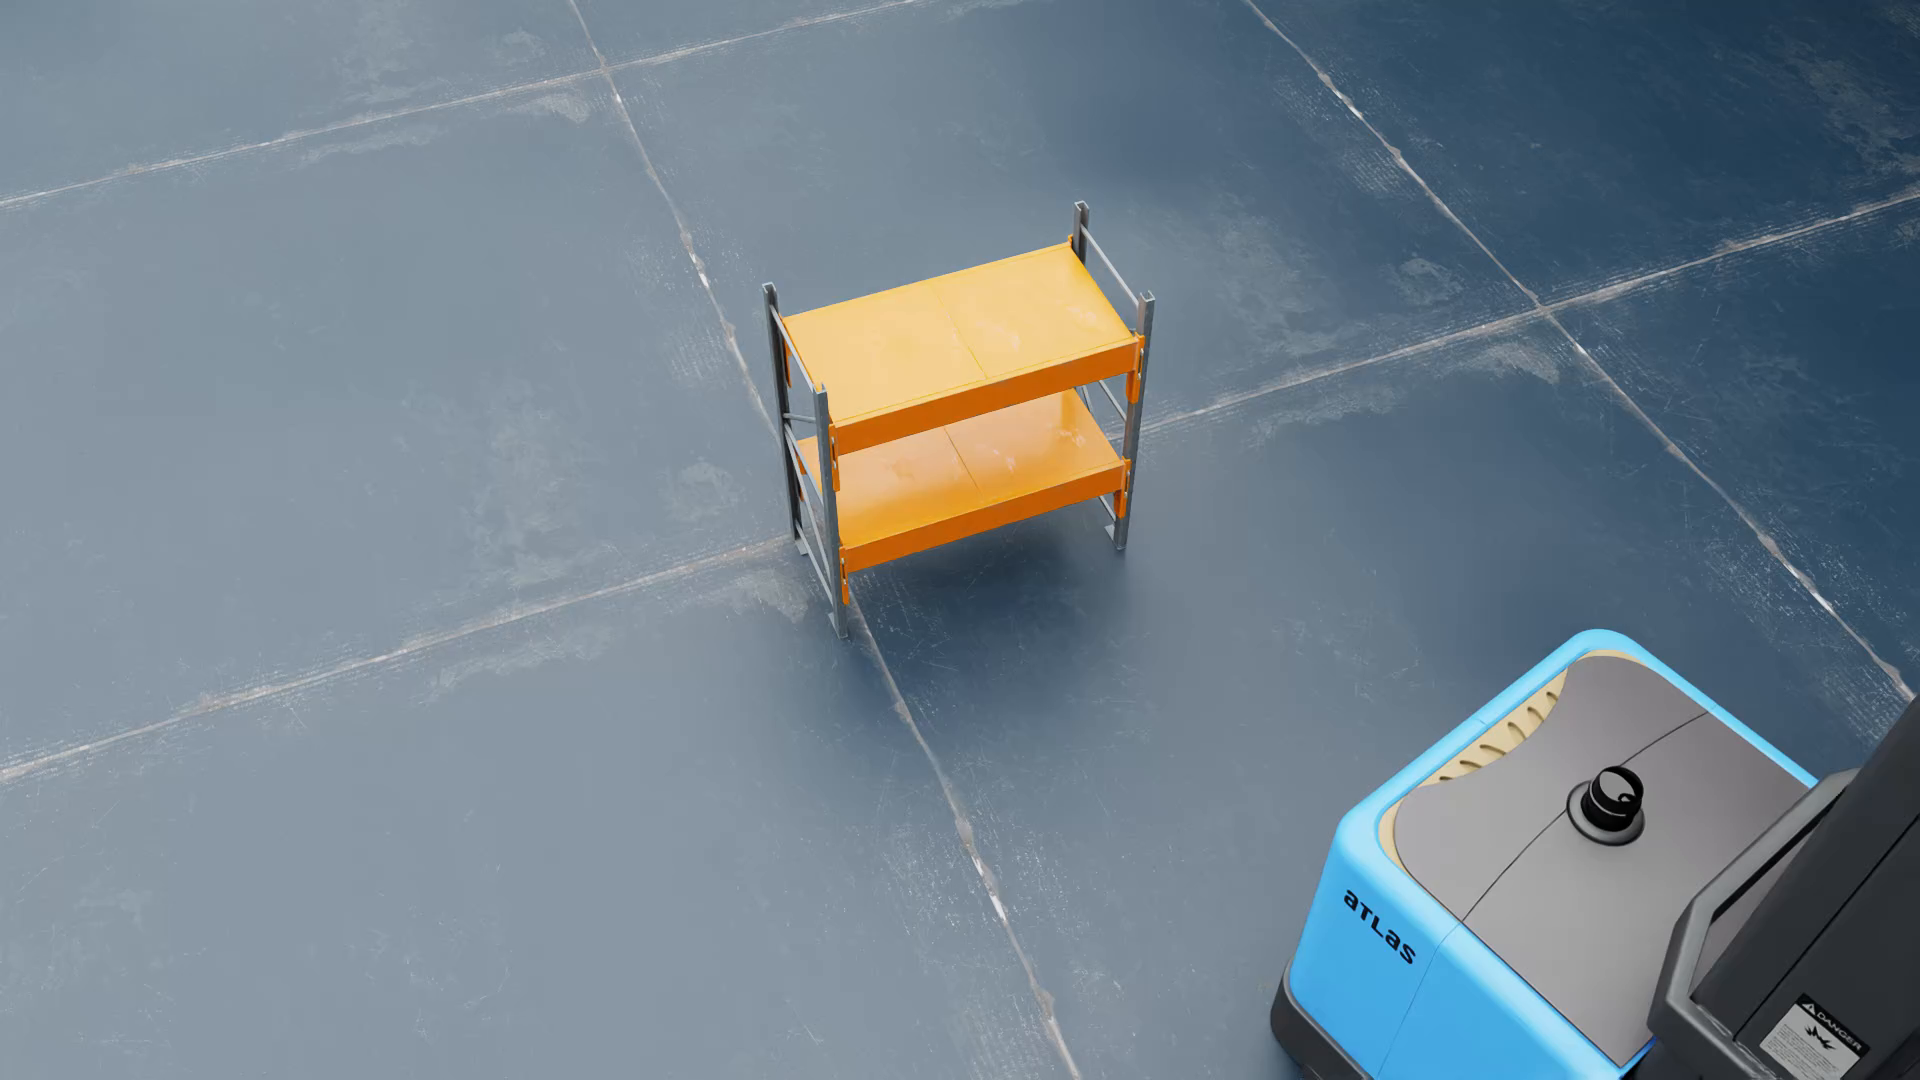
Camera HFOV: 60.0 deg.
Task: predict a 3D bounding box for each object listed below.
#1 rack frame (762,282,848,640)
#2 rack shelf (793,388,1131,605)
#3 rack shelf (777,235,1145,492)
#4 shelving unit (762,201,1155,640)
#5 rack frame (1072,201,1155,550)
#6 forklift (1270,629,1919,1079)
[{"bbox_3d":[-0.477,-0.219,5.196,0.032,1.125,0.500,-17,52,-14],"label":"rack frame"},{"bbox_3d":[-0.006,-0.205,5.507,1.000,0.278,0.538,-17,52,-14],"label":"rack shelf"},{"bbox_3d":[-0.006,-0.555,5.100,1.000,0.278,0.538,-17,52,-14],"label":"rack shelf"},{"bbox_3d":[-0.006,-0.365,5.322,1.048,1.125,0.538,-17,52,-14],"label":"shelving unit"},{"bbox_3d":[0.464,-0.510,5.447,0.032,1.125,0.500,-17,52,-14],"label":"rack frame"},{"bbox_3d":[2.152,1.047,2.919,1.130,2.935,3.031,-31,56,-24],"label":"forklift"}]
